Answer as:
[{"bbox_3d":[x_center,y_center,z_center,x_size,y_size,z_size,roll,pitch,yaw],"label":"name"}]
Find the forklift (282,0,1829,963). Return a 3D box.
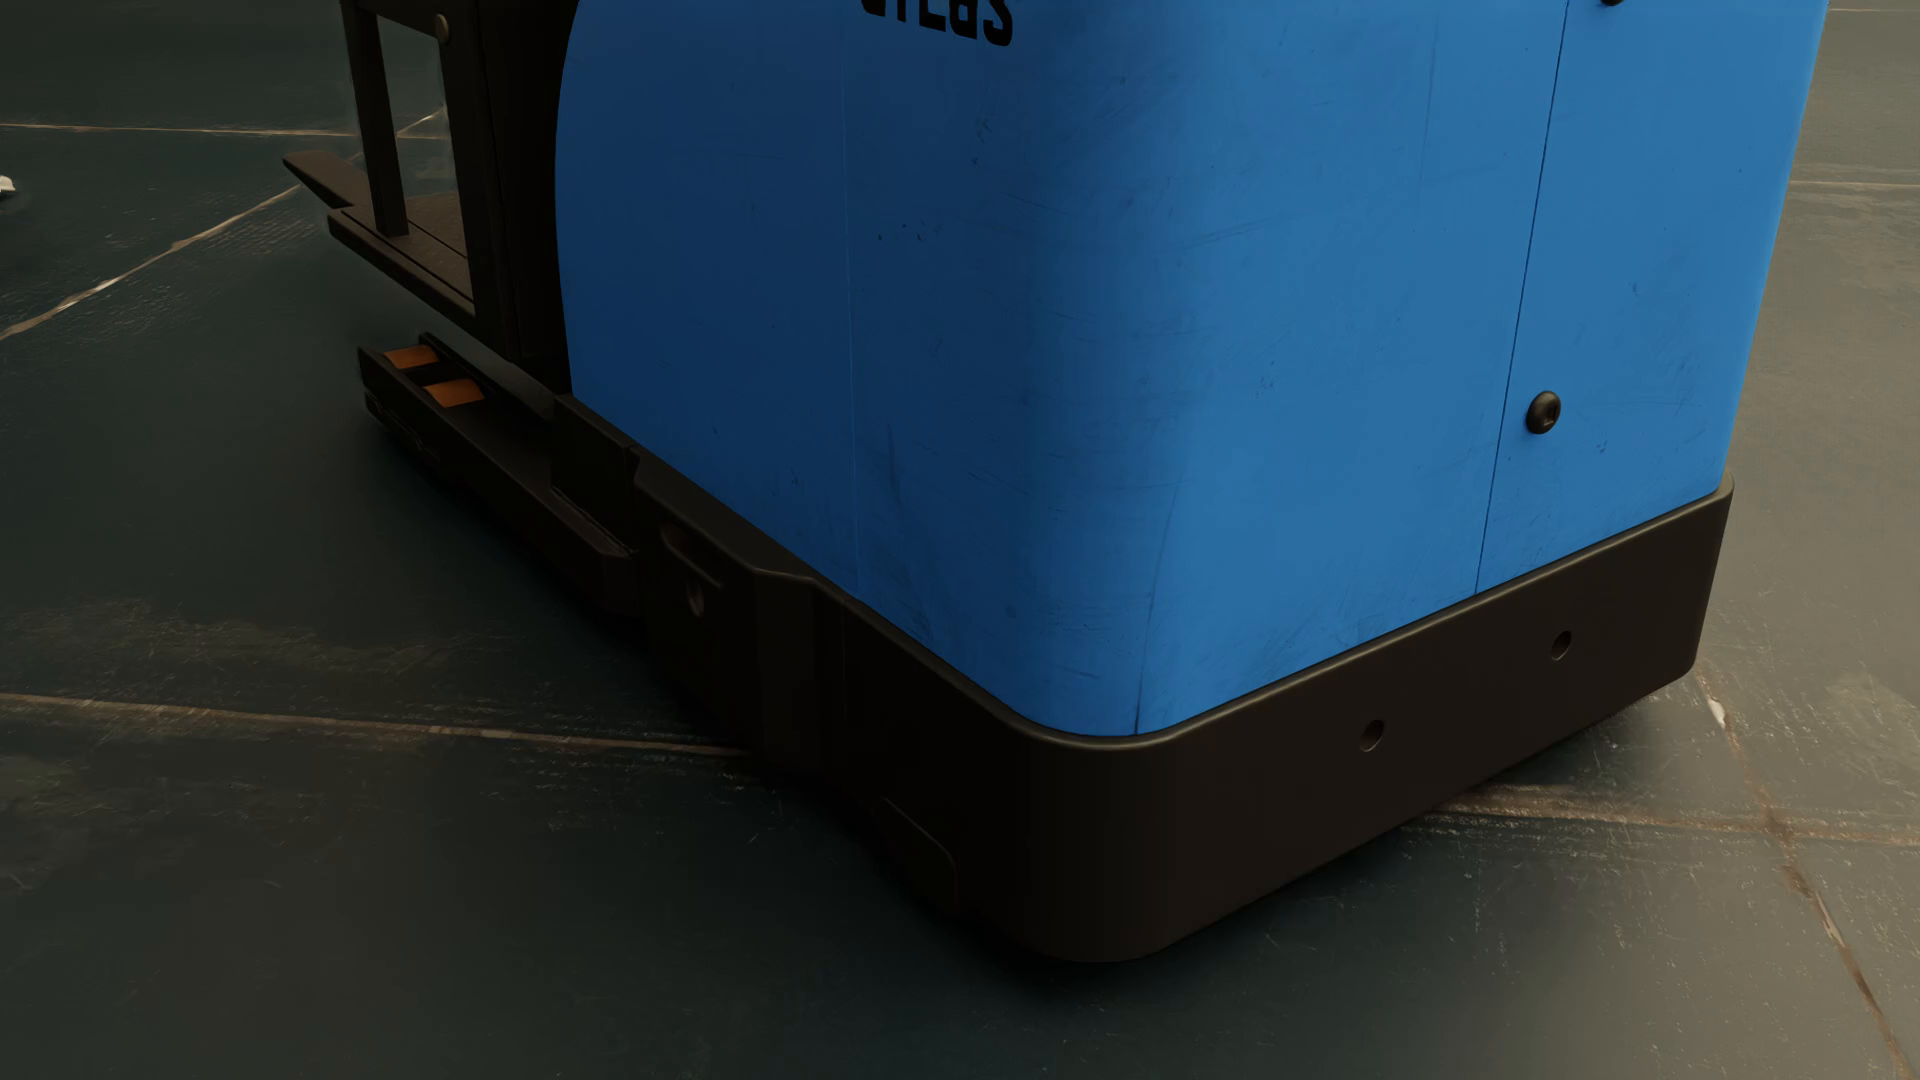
[{"bbox_3d":[-0.359,-1.518,2.260,1.130,2.935,3.031,-18,32,-32],"label":"forklift"}]

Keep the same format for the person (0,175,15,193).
[{"bbox_3d":[-2.576,-1.428,3.622,0.798,1.576,0.816,11,28,20],"label":"person"}]
